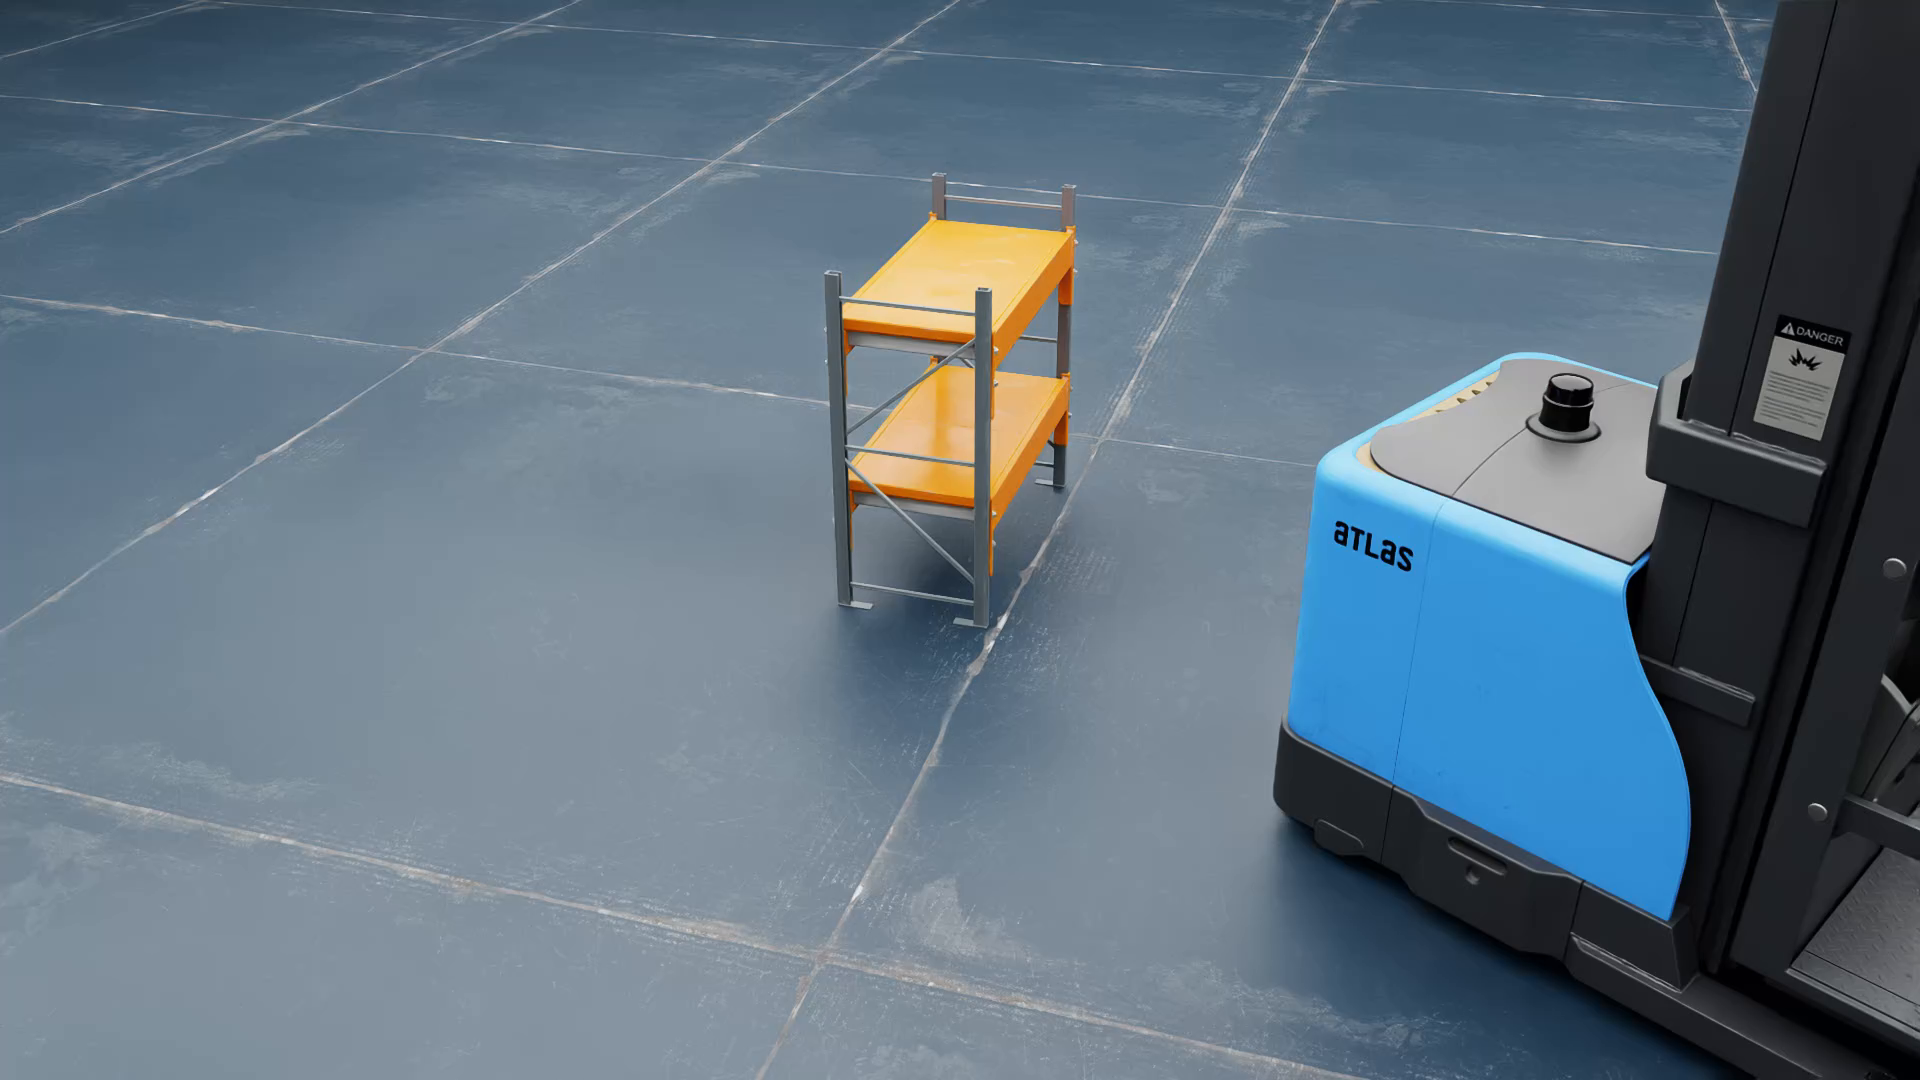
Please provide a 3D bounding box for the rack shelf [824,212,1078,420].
[{"bbox_3d":[-0.002,-0.744,5.329,0.538,0.278,1.000,8,30,15],"label":"rack shelf"}]

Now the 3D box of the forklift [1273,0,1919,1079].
[{"bbox_3d":[2.221,-0.197,3.089,1.130,2.935,3.031,-26,38,-38],"label":"forklift"}]

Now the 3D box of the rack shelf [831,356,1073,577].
[{"bbox_3d":[-0.002,-0.275,5.590,0.538,0.278,1.000,8,30,15],"label":"rack shelf"}]

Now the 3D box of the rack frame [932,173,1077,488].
[{"bbox_3d":[0.147,-0.725,5.896,0.500,1.125,0.032,8,30,15],"label":"rack frame"}]

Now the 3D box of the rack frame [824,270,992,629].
[{"bbox_3d":[-0.151,-0.252,5.046,0.500,1.125,0.032,8,30,15],"label":"rack frame"}]

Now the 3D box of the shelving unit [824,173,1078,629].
[{"bbox_3d":[-0.002,-0.488,5.471,0.538,1.125,1.048,8,30,15],"label":"shelving unit"}]
